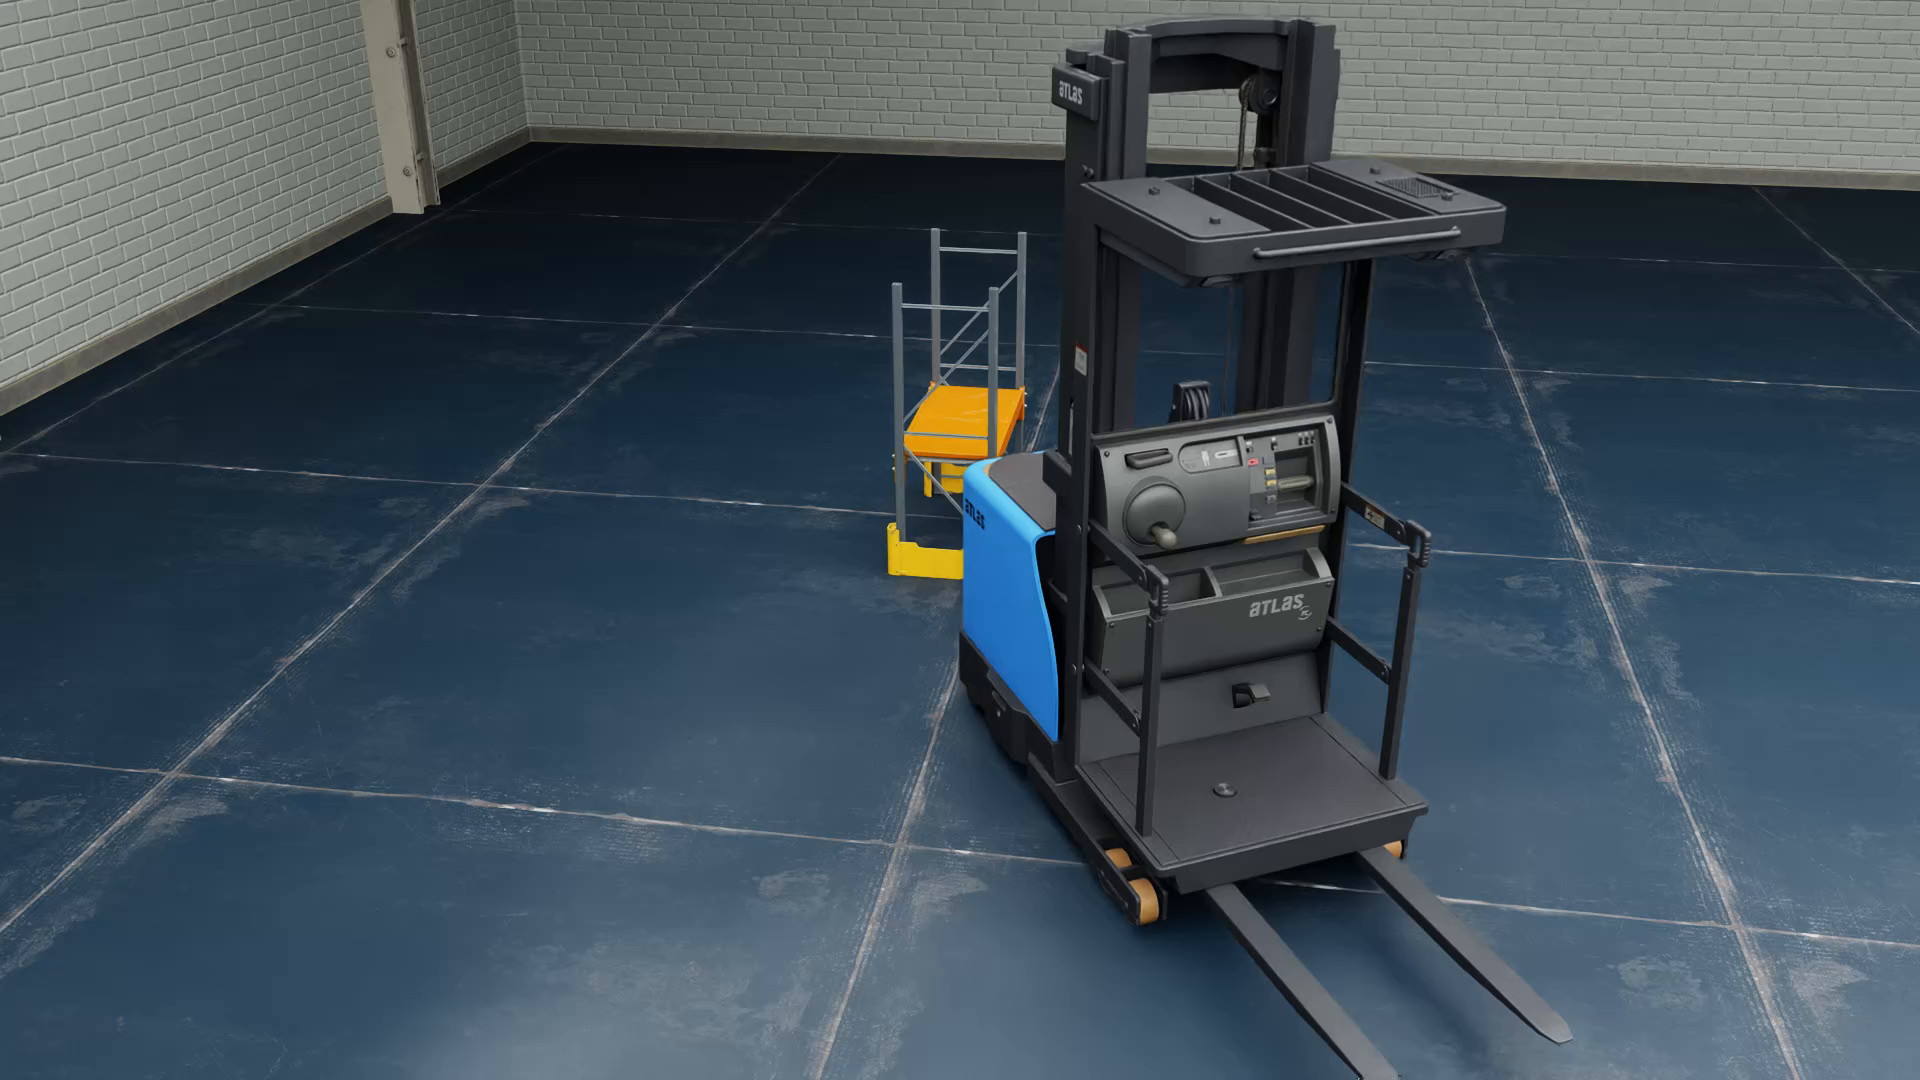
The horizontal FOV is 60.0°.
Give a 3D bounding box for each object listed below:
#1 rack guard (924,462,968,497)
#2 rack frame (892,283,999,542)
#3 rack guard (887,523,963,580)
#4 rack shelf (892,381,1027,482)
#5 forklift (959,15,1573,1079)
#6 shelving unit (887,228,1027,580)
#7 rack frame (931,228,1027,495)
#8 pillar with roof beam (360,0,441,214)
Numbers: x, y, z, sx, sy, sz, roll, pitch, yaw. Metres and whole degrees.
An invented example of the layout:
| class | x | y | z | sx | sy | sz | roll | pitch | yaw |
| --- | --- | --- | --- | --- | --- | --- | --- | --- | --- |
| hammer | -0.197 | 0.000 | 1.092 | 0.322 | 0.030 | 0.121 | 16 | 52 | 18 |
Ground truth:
| class | x | y | z | sx | sy | sz | roll | pitch | yaw |
| --- | --- | --- | --- | --- | --- | --- | --- | --- | --- |
| rack guard | 0.094 | -0.353 | 9.210 | 0.587 | 0.250 | 0.087 | 4 | 25 | 9 |
| rack frame | -0.069 | -0.502 | 8.054 | 0.500 | 1.500 | 0.032 | 4 | 25 | 9 |
| rack guard | -0.069 | 0.063 | 8.320 | 0.587 | 0.250 | 0.087 | 4 | 25 | 9 |
| rack shelf | 0.014 | -0.552 | 8.585 | 0.538 | 0.185 | 1.000 | 4 | 25 | 9 |
| forklift | 0.998 | -0.171 | 5.657 | 1.130 | 2.935 | 3.031 | -9 | 27 | -19 |
| shelving unit | 0.012 | -0.711 | 8.500 | 0.587 | 1.500 | 1.083 | 4 | 25 | 9 |
| rack frame | 0.097 | -0.928 | 8.962 | 0.500 | 1.500 | 0.032 | 4 | 25 | 9 |
| pillar with roof beam | -0.748 | -6.825 | 12.715 | 9.100 | 9.000 | 0.400 | 4 | 25 | 9 |
